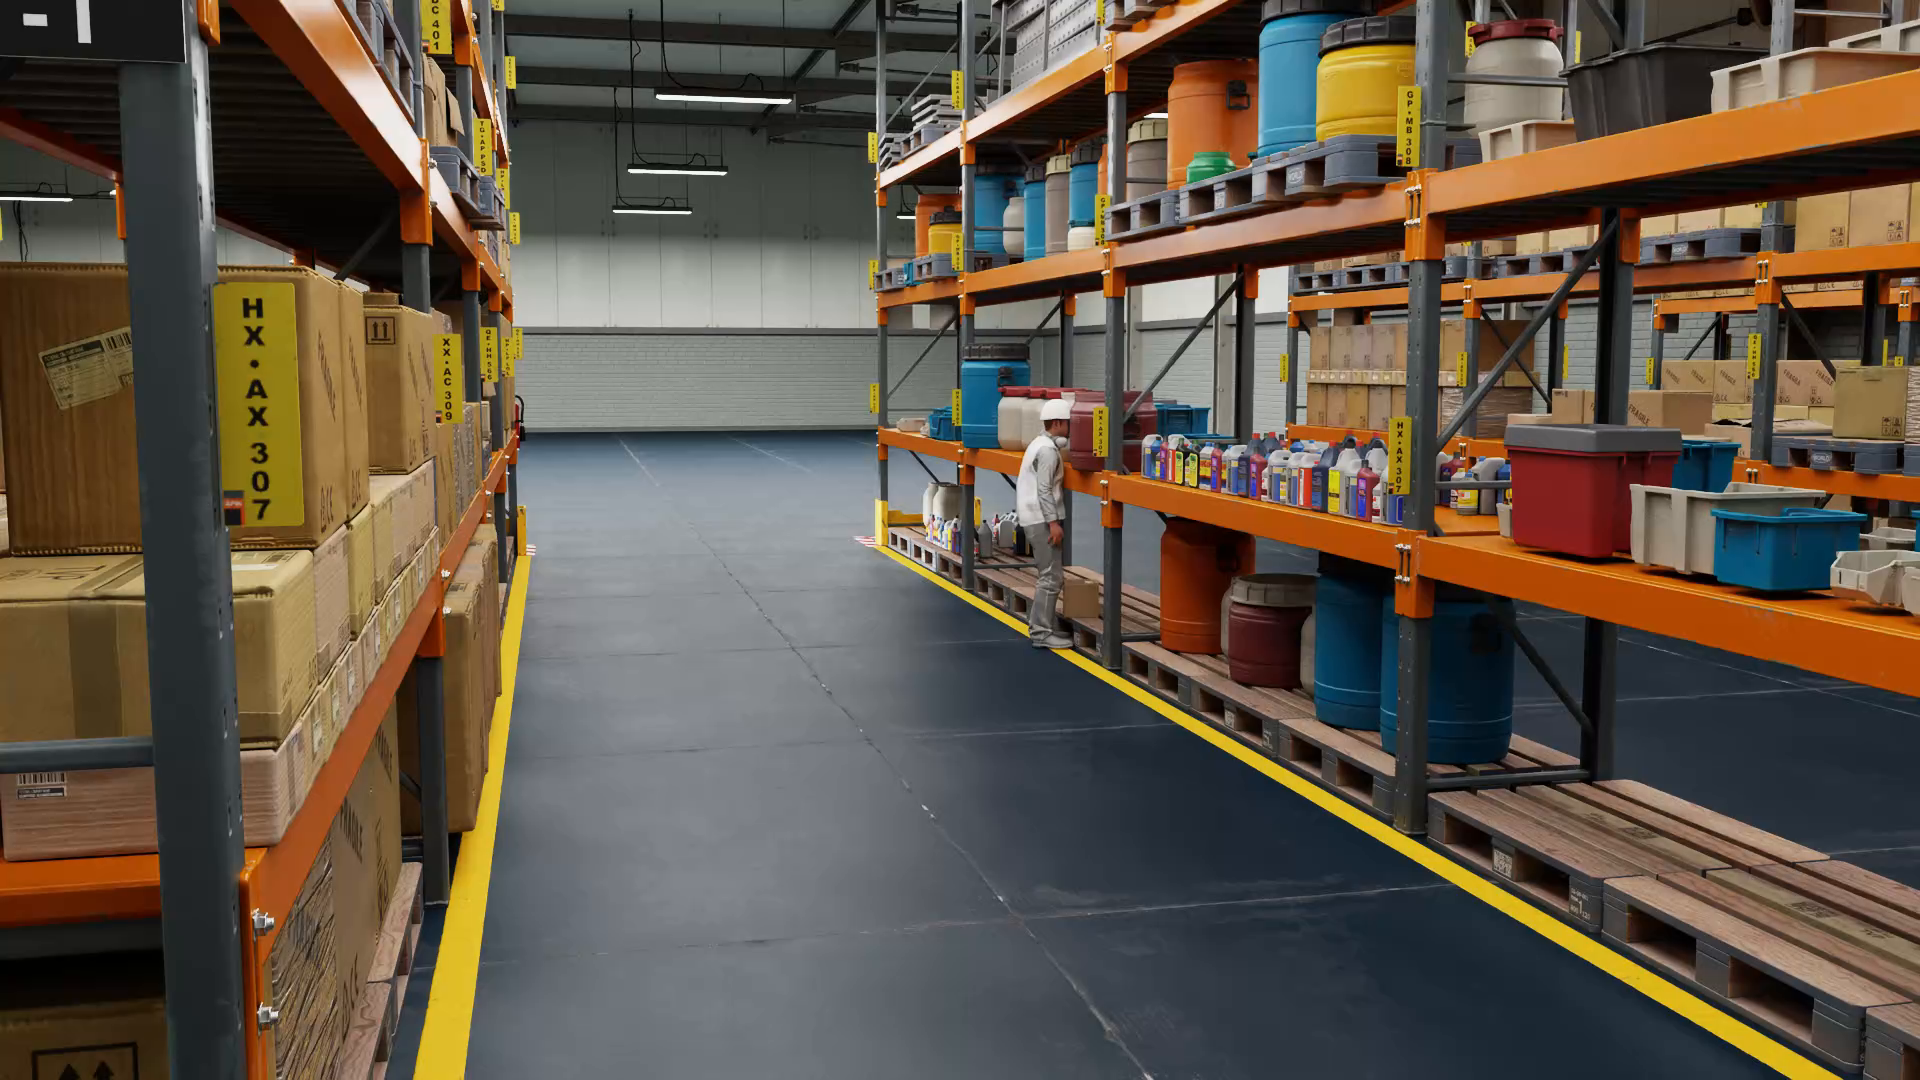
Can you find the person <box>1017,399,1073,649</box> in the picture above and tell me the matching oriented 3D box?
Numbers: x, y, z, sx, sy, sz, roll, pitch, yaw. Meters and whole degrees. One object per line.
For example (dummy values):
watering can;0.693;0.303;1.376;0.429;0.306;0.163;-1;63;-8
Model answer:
person;0.640;-0.128;12.018;0.462;1.772;0.589;0;6;2
